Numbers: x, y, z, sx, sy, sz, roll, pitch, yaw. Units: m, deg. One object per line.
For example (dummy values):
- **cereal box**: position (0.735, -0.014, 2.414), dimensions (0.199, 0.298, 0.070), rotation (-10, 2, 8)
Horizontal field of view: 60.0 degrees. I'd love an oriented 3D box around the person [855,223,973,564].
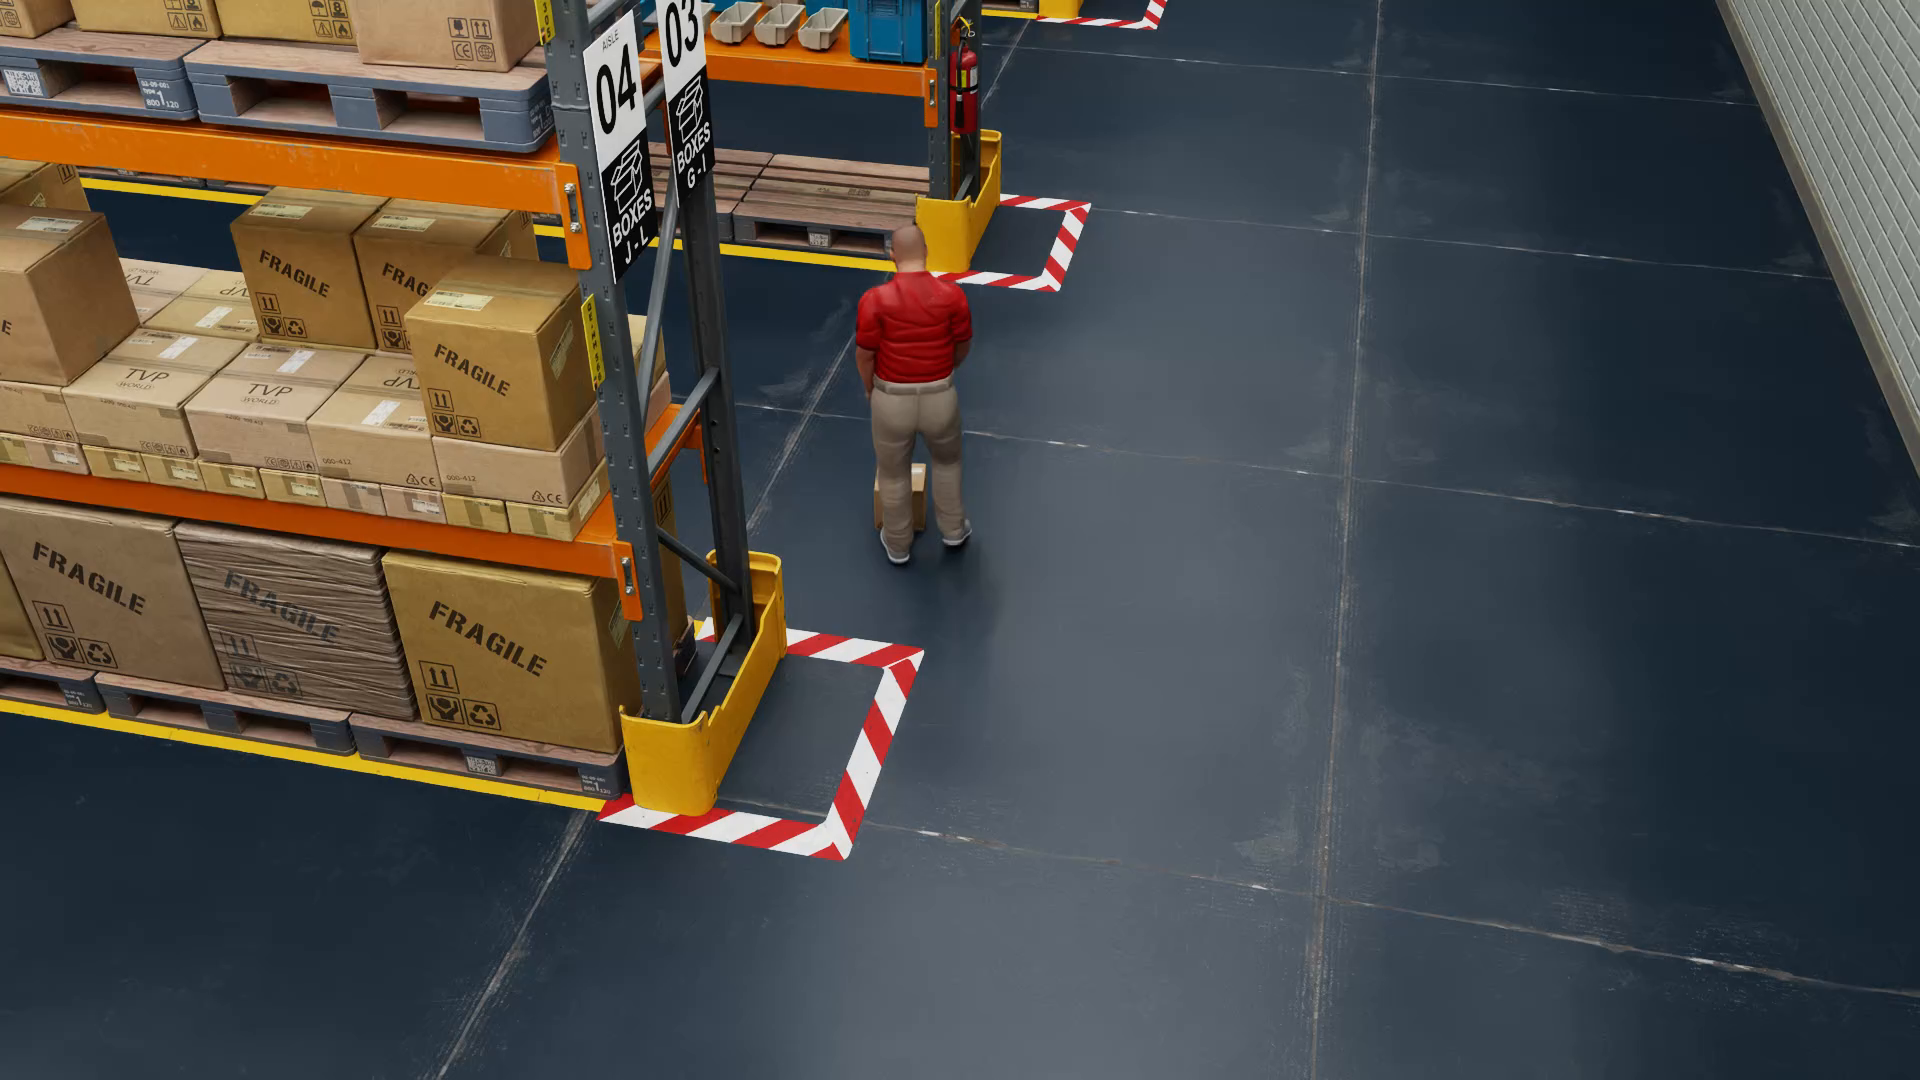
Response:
- **person**: position (-0.204, -0.666, 7.906), dimensions (0.580, 1.762, 0.536), rotation (-6, 37, -8)
